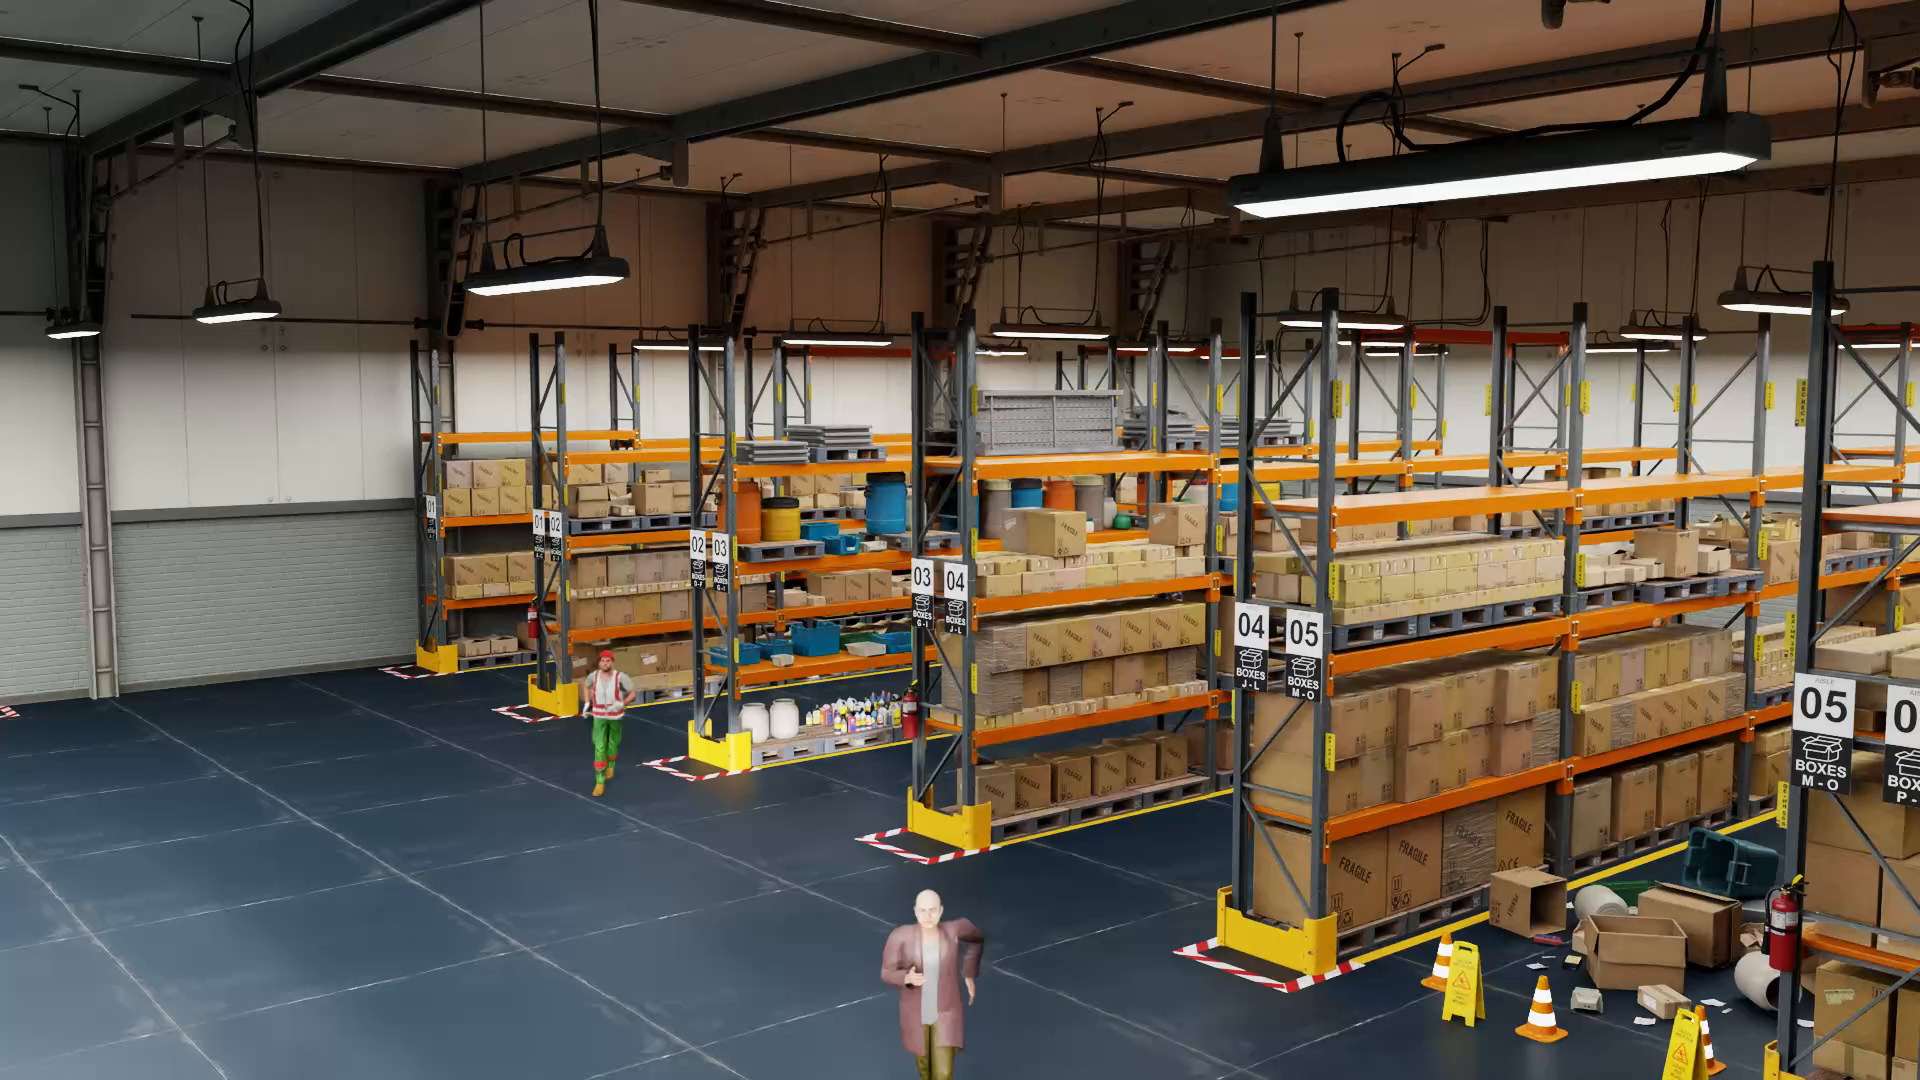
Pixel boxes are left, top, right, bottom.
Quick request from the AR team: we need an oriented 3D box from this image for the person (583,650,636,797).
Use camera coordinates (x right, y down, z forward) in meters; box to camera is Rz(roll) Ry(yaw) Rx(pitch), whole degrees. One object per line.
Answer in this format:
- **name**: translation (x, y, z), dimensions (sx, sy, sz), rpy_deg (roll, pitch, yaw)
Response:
- **person**: translation (-4.503, 2.293, 21.337), dimensions (0.652, 1.807, 0.897), rpy_deg (-1, 5, -8)

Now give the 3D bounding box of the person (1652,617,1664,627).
- **person**: translation (10.830, 1.973, 25.835), dimensions (0.650, 1.630, 0.616), rpy_deg (-4, 7, -38)

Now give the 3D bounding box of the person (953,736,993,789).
- **person**: translation (0.124, 2.363, 21.271), dimensions (0.606, 1.673, 0.656), rpy_deg (-5, 7, -42)

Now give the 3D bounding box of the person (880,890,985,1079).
- **person**: translation (-0.186, 3.252, 11.279), dimensions (0.667, 1.852, 0.909), rpy_deg (1, 5, 7)
